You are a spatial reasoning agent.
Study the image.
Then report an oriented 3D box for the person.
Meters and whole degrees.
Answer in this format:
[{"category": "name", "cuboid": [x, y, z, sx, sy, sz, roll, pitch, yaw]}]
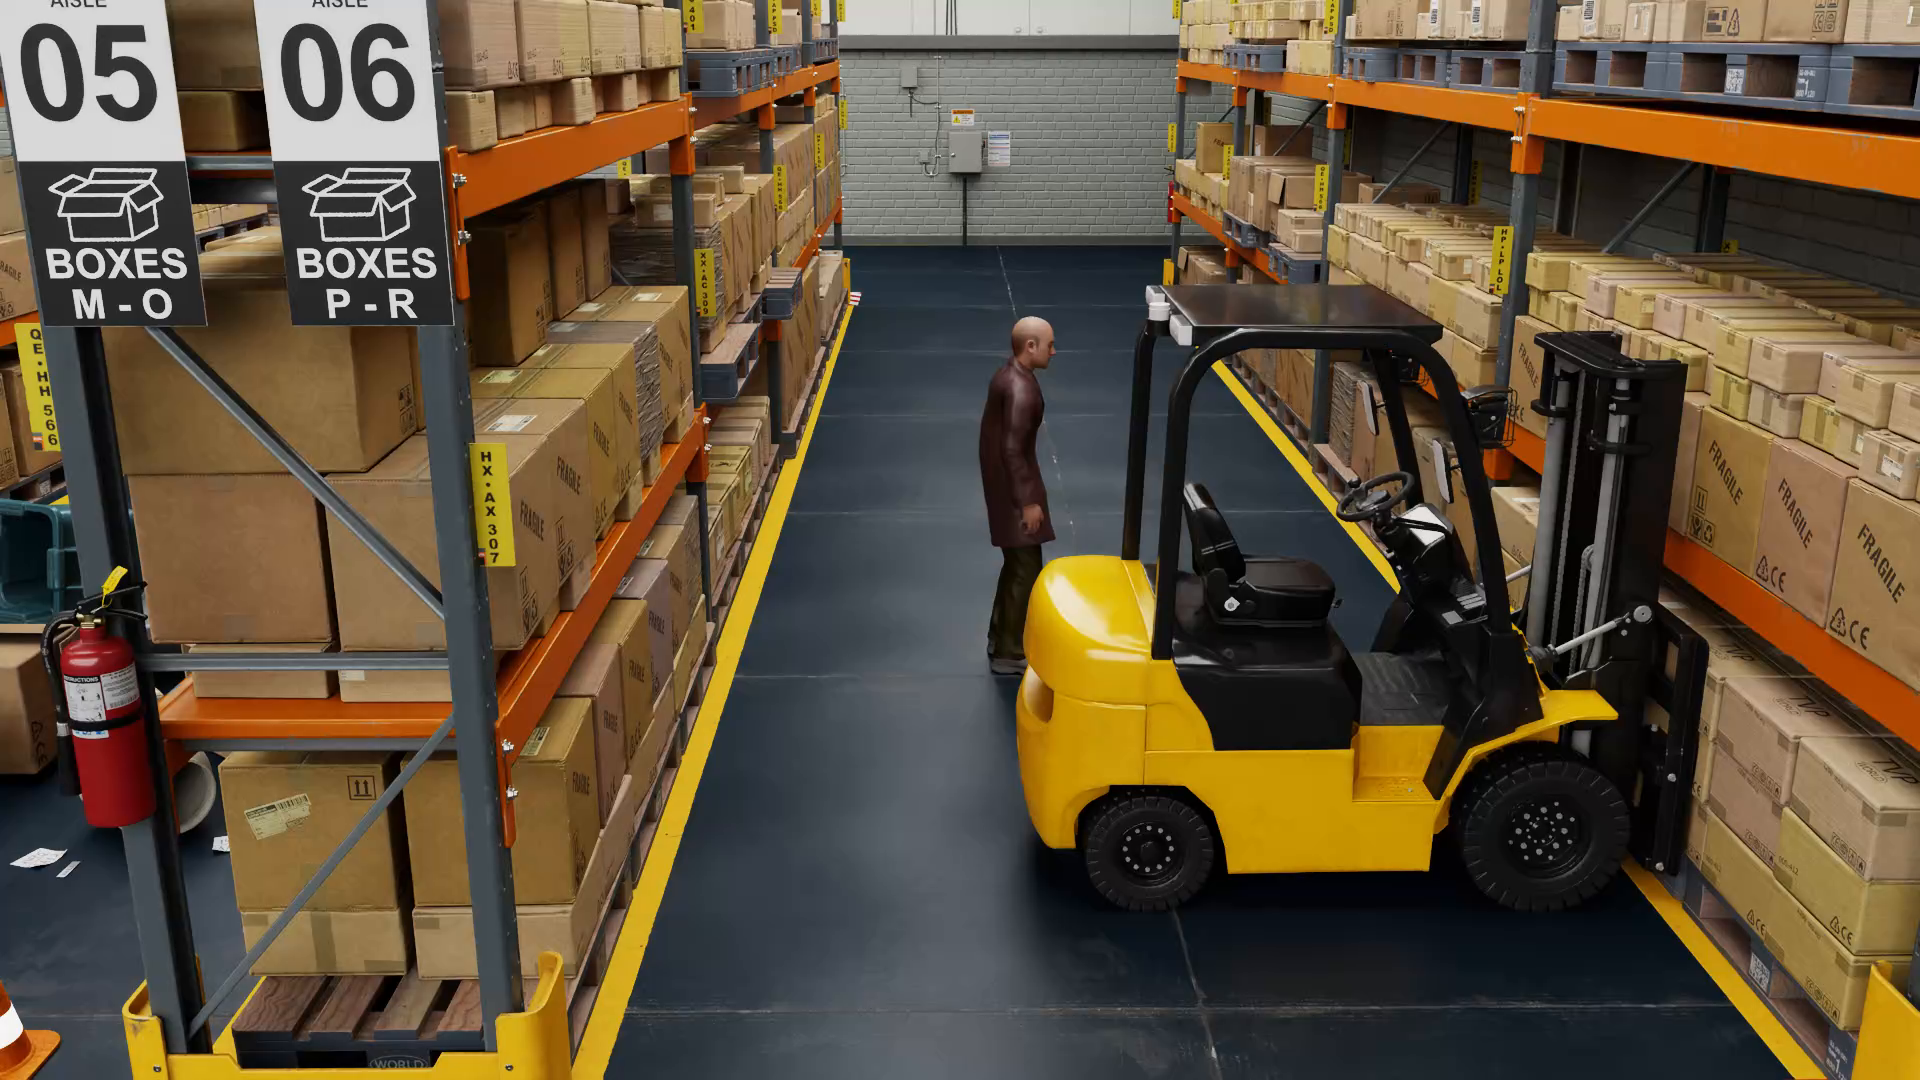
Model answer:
[{"category": "person", "cuboid": [0.307, -0.142, 8.361, 0.426, 1.585, 0.644, 0, 17, 0]}]
